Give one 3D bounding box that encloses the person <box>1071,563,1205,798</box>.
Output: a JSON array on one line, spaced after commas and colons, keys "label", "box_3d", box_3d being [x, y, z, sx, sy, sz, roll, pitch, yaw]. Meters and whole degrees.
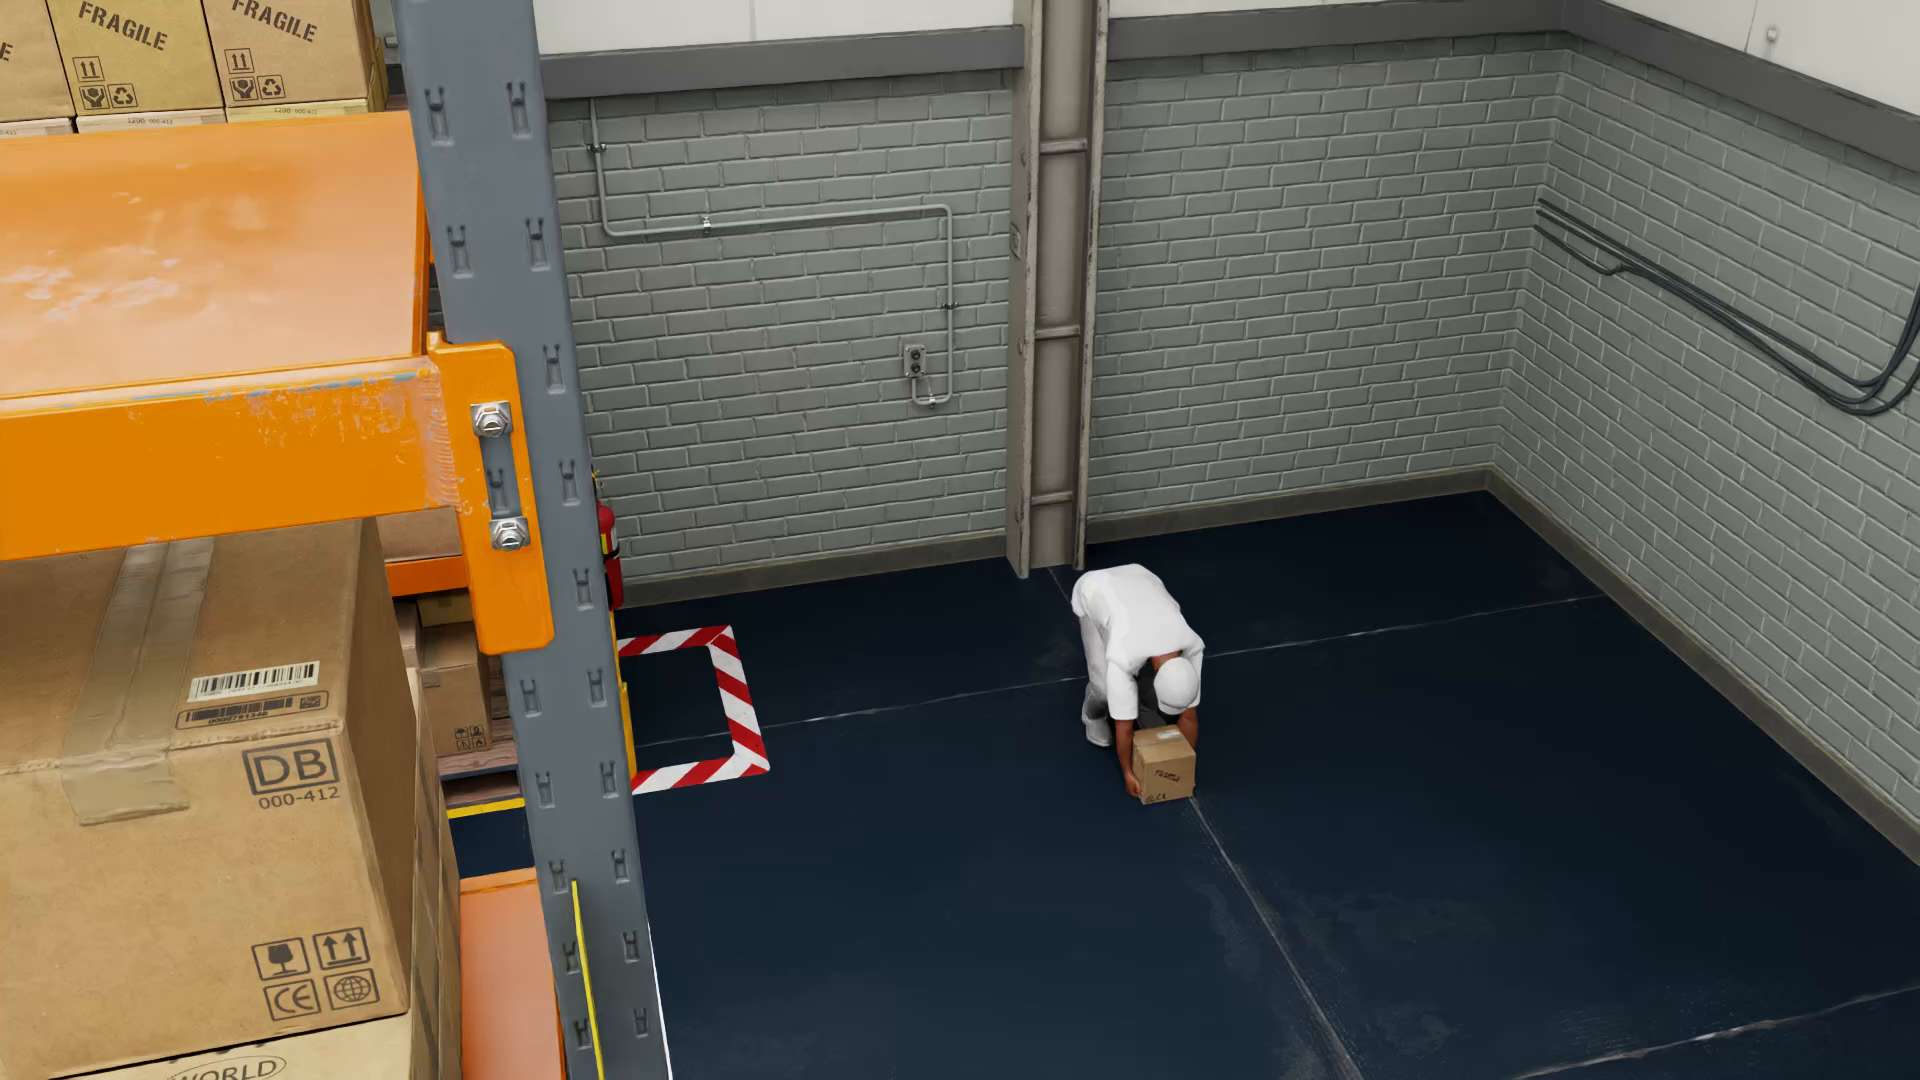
[{"label": "person", "box_3d": [0.876, 0.649, 7.989, 0.504, 0.896, 0.978, -9, 31, -15]}]
